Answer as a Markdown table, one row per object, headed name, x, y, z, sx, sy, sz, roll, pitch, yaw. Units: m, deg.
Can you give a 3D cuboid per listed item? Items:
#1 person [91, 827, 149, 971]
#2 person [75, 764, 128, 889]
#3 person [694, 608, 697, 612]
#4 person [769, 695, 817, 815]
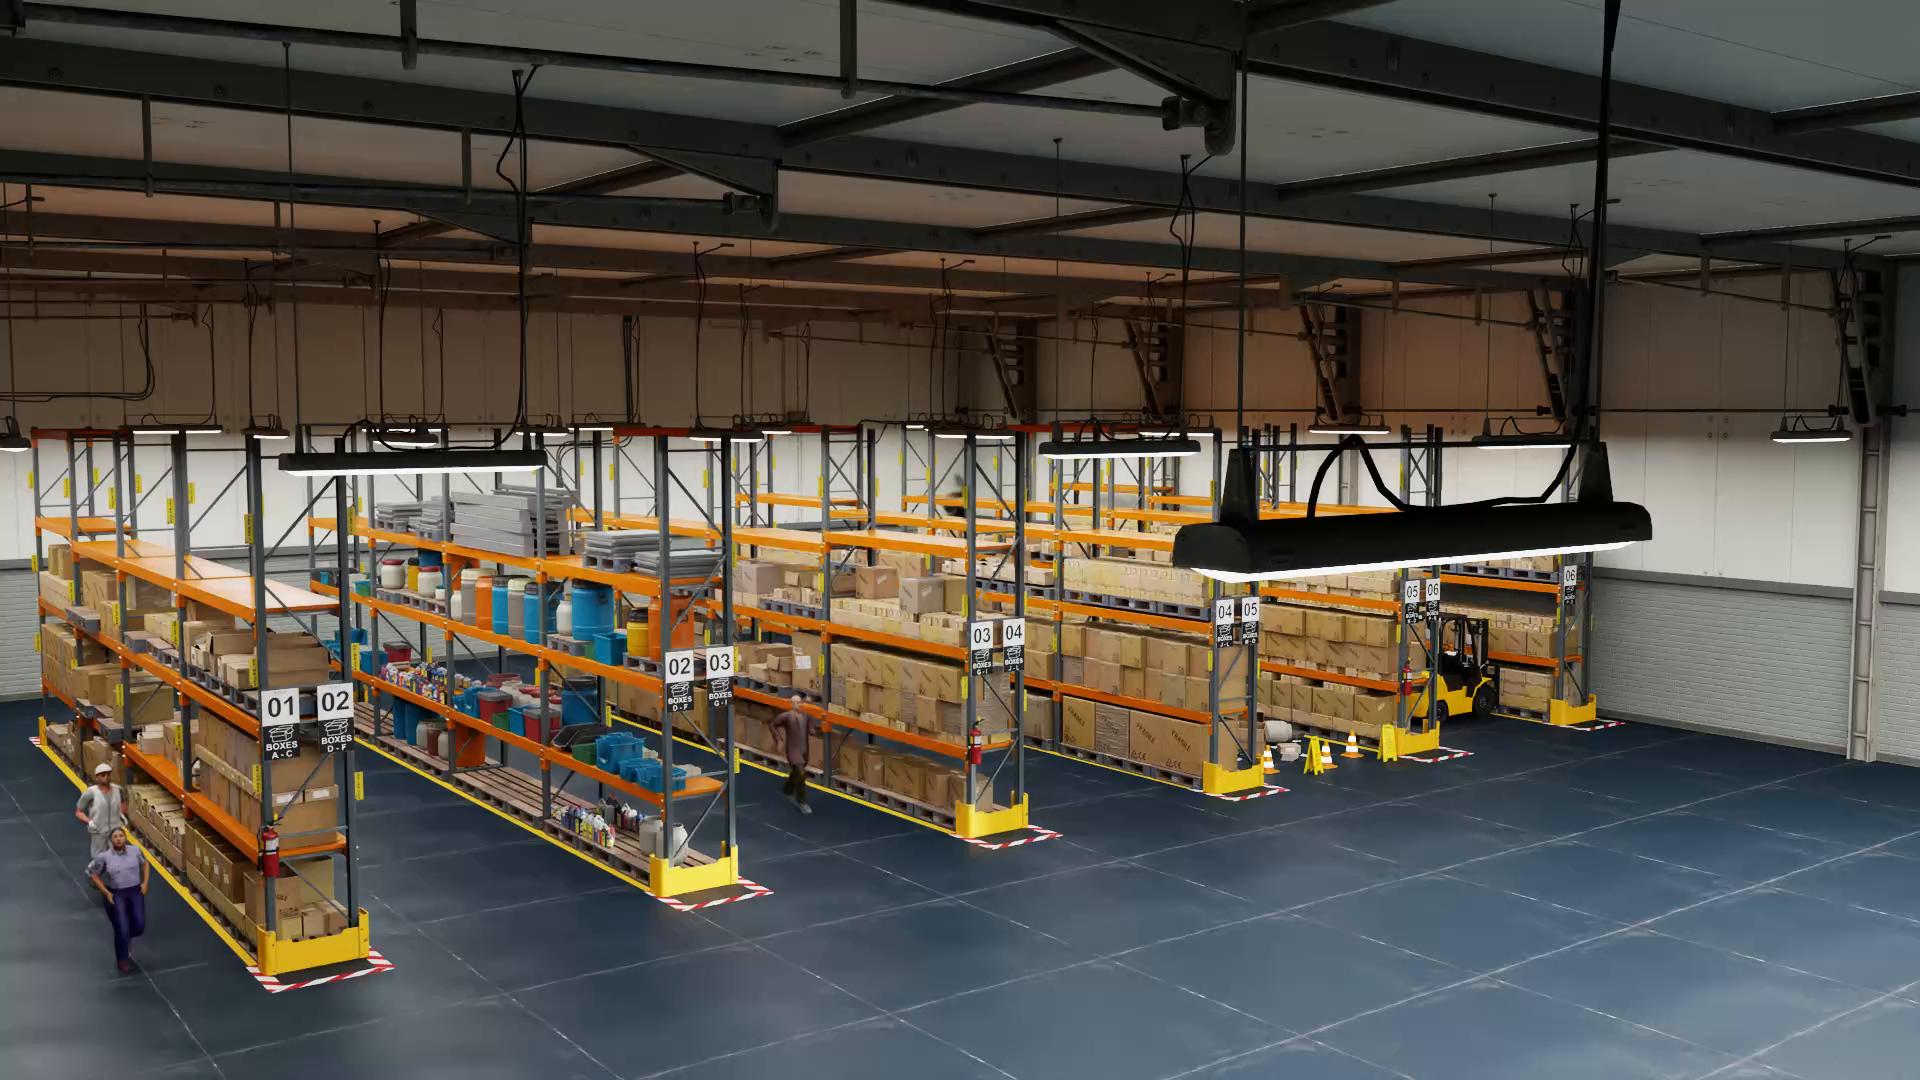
| name | x | y | z | sx | sy | sz | roll | pitch | yaw |
| --- | --- | --- | --- | --- | --- | --- | --- | --- | --- |
| person | -9.477 | 4.058 | 18.851 | 0.605 | 1.616 | 0.407 | -4 | 6 | -40 |
| person | -11.017 | 3.755 | 21.431 | 0.860 | 1.763 | 0.667 | 4 | 6 | 42 |
| person | -6.426 | 2.430 | 39.760 | 0.566 | 1.628 | 0.881 | 1 | 5 | 10 |
| person | -2.591 | 3.366 | 26.305 | 0.908 | 1.833 | 0.678 | 4 | 6 | 42 |
